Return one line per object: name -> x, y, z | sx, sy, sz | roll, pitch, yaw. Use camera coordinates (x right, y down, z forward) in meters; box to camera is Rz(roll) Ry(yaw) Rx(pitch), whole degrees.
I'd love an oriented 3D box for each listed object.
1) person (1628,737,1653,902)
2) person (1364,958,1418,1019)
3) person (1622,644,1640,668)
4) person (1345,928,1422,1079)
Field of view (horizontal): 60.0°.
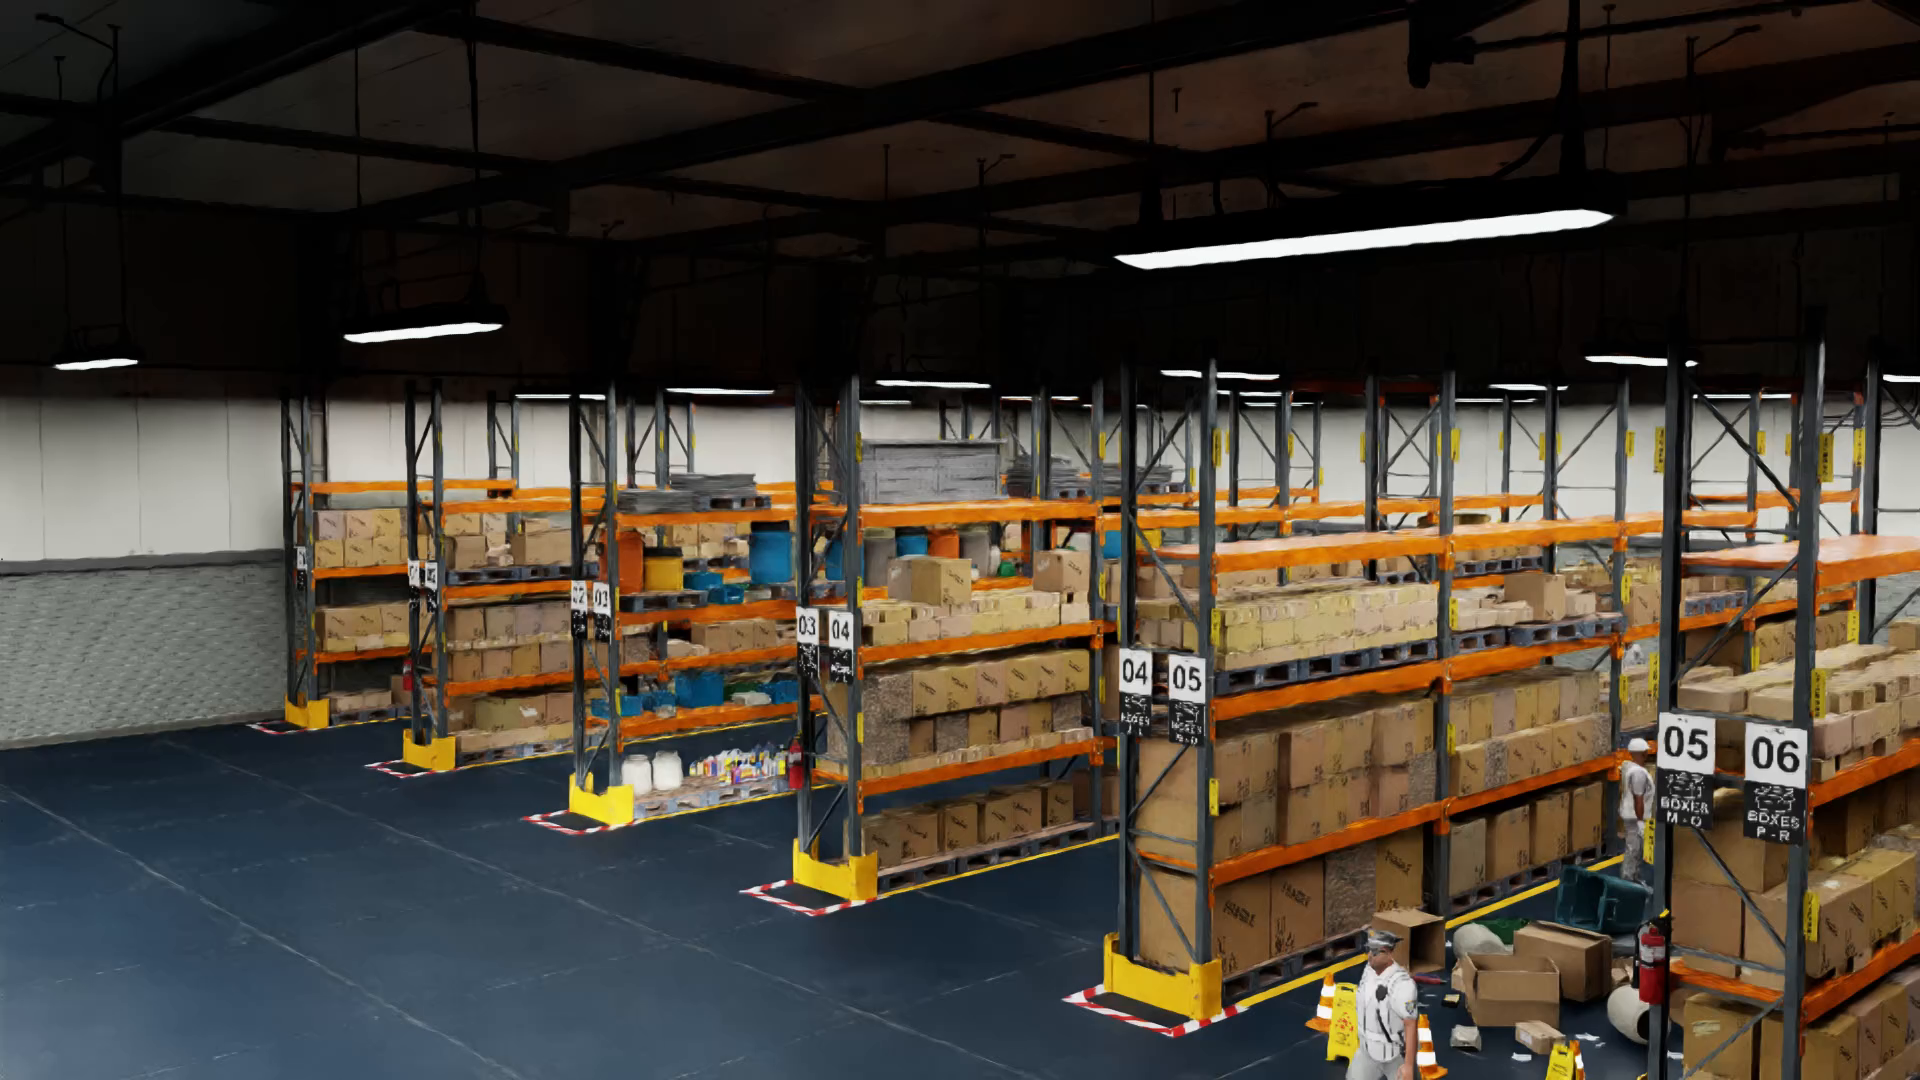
person -> 7.554, 3.078, 18.426 | 0.431, 1.786, 0.618 | 1, 4, 16
person -> 3.804, 3.022, 19.512 | 4.164, 1.758, 16.103 | 1, 4, 19
person -> 11.902, 2.523, 29.616 | 1.017, 1.398, 0.450 | -4, 5, -45
person -> 3.094, 3.522, 11.685 | 0.750, 1.661, 0.566 | -2, 4, -27
